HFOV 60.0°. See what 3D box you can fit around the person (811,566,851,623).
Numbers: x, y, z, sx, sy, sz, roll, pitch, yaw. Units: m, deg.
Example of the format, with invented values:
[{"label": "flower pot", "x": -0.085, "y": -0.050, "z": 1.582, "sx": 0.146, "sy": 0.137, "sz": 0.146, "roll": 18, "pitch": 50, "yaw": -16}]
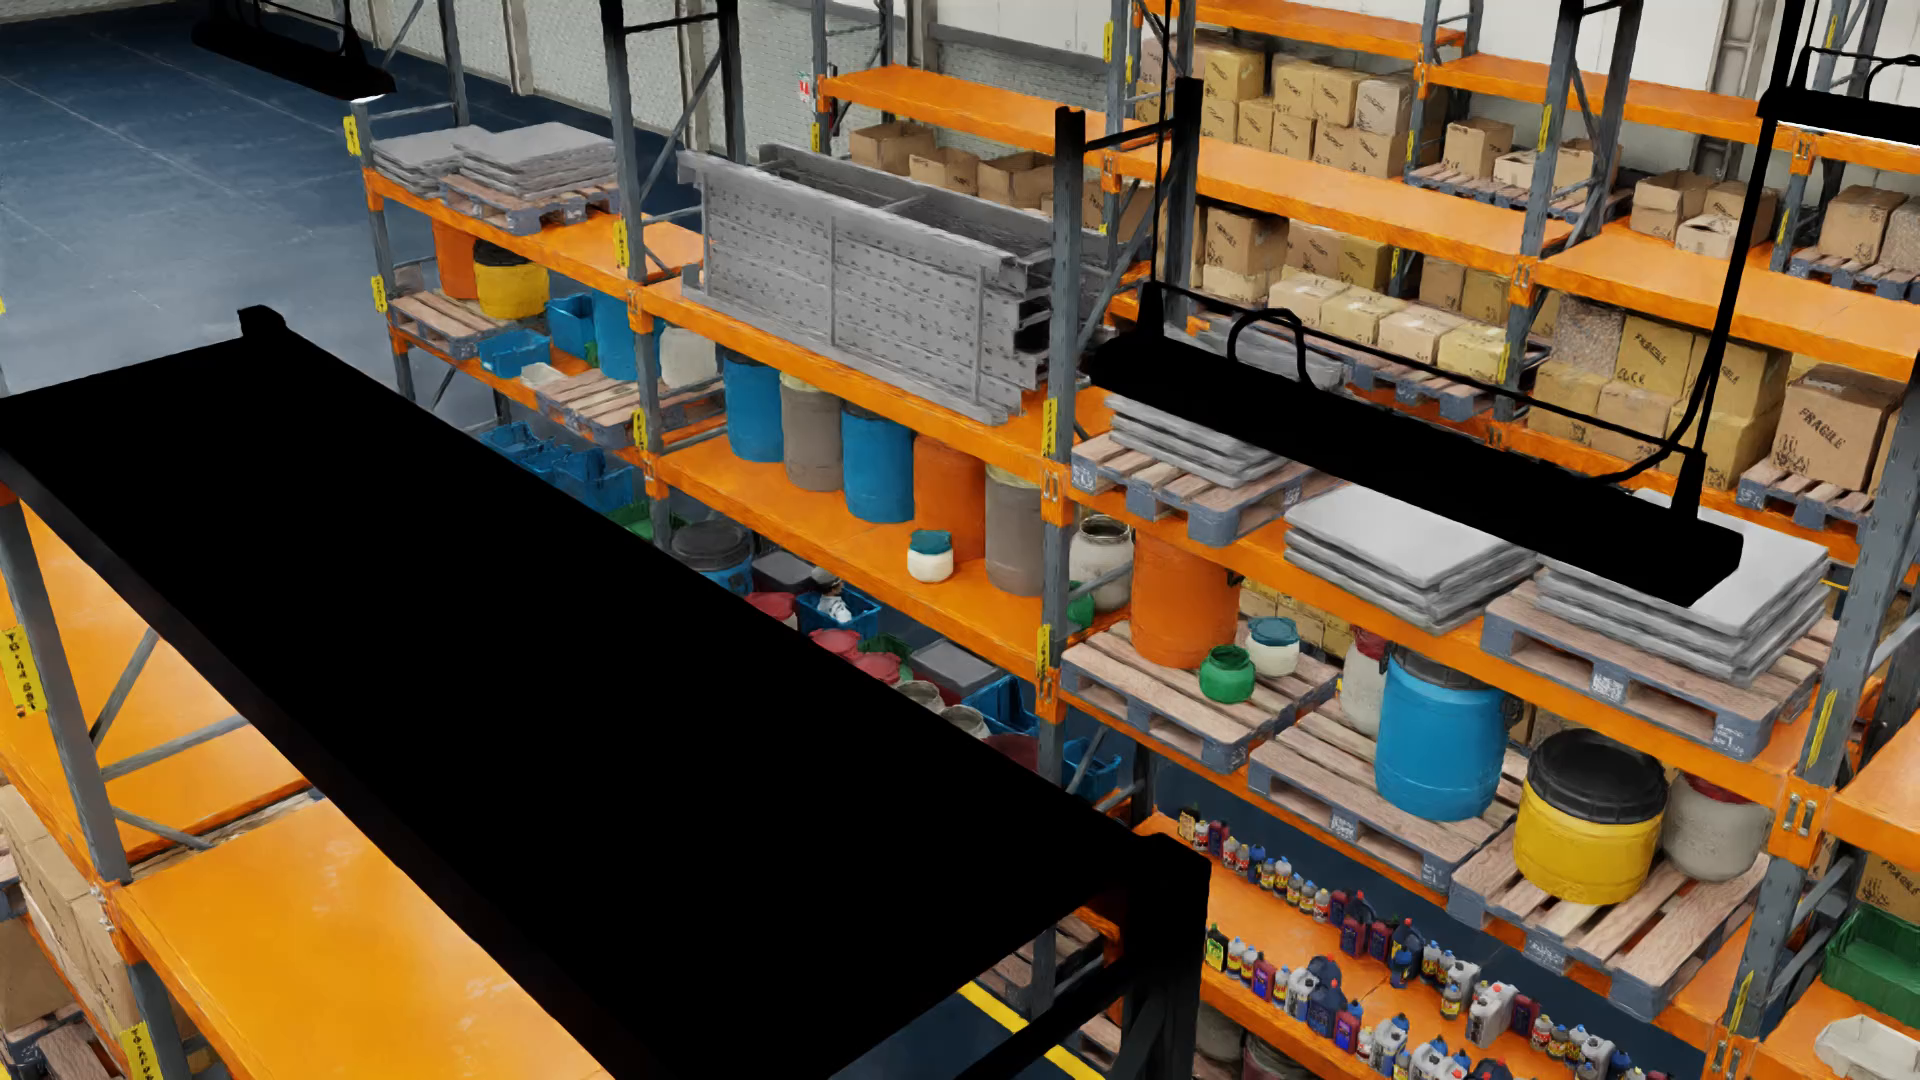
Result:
[{"label": "person", "x": -1.007, "y": 0.947, "z": 12.900, "sx": 0.536, "sy": 1.678, "sz": 0.472, "roll": 21, "pitch": 35, "yaw": 34}]
